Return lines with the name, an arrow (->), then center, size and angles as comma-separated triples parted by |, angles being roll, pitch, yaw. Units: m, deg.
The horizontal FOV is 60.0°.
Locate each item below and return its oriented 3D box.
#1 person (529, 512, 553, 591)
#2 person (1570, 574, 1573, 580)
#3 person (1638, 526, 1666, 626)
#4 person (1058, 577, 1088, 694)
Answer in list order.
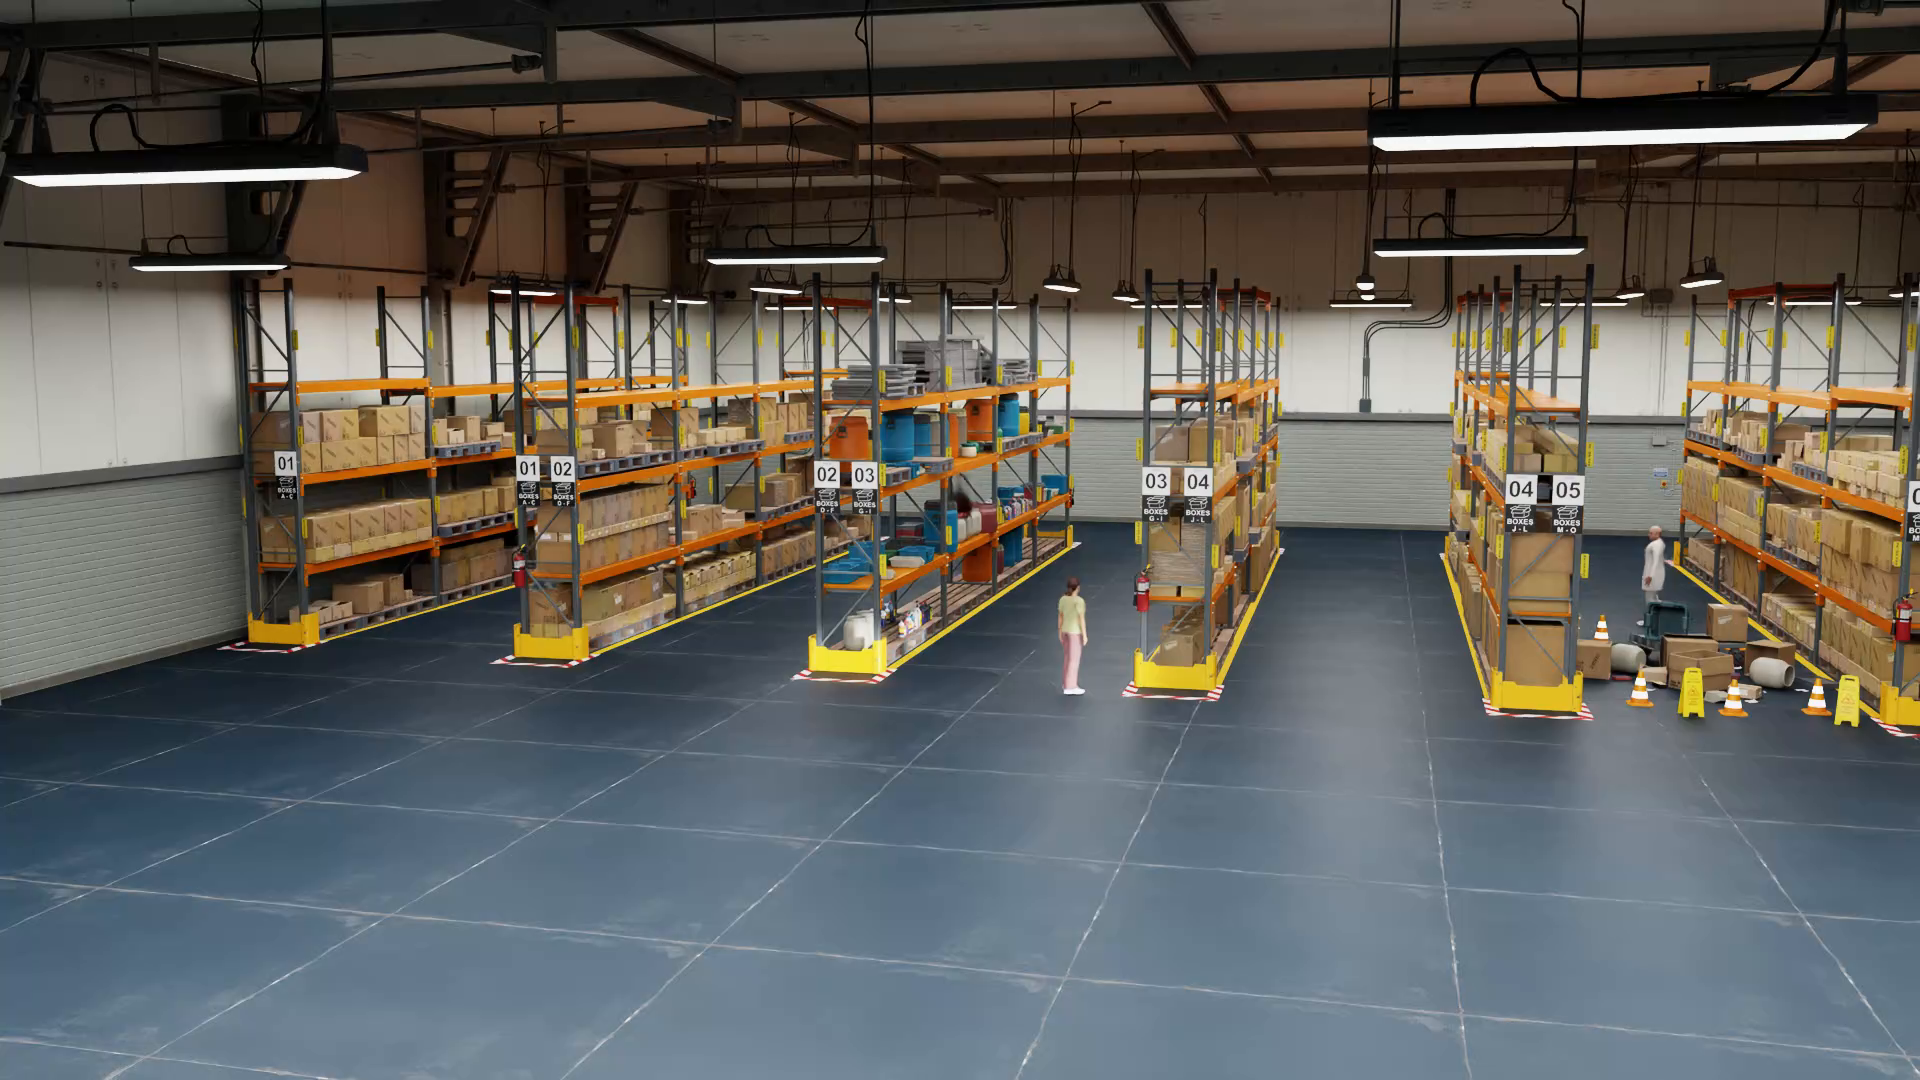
person -> -8.265, 0.226, 32.975 | 0.623, 1.669, 0.456 | -2, 7, -16
person -> 12.816, -0.030, 34.861 | 0.373, 1.725, 0.572 | 3, 8, 25
person -> 12.124, 0.653, 29.093 | 0.593, 1.806, 0.453 | -5, 8, -35
person -> 1.654, 1.354, 23.673 | 0.483, 1.686, 0.544 | -5, 9, -38
